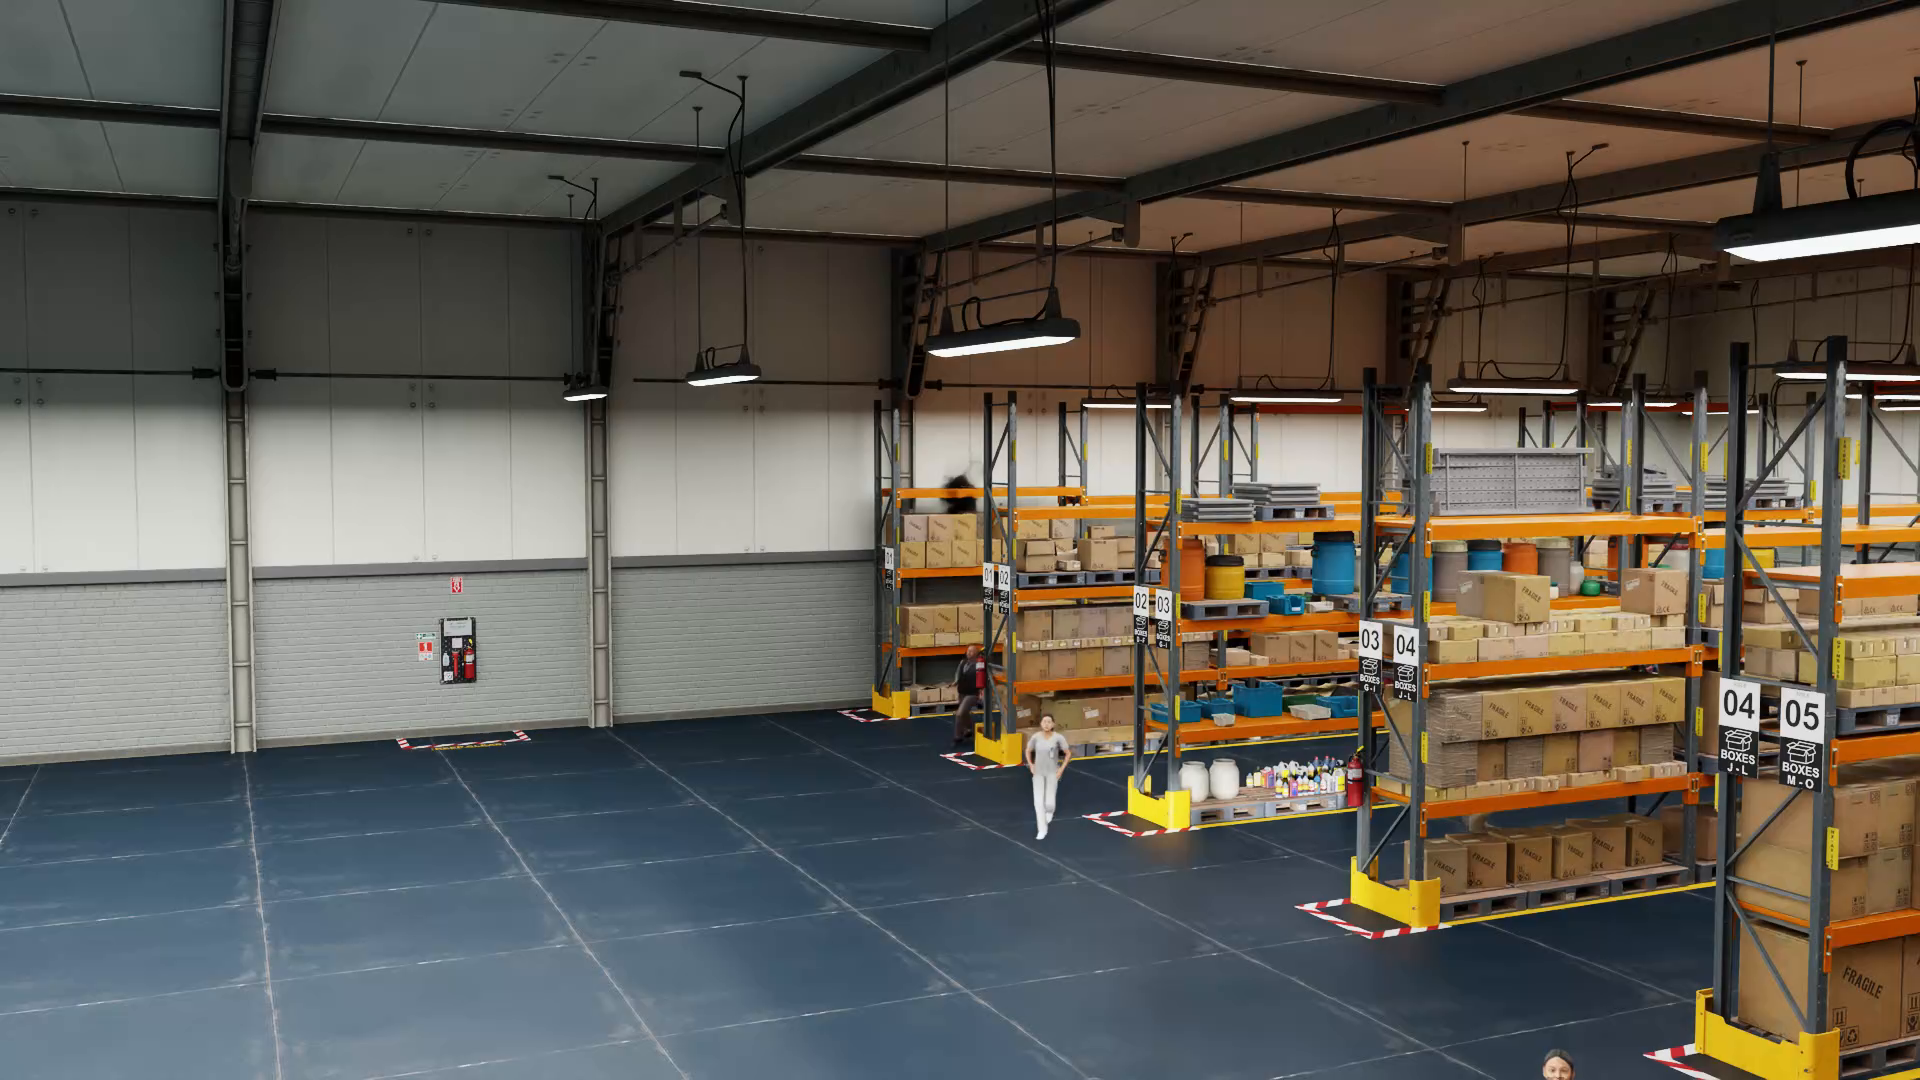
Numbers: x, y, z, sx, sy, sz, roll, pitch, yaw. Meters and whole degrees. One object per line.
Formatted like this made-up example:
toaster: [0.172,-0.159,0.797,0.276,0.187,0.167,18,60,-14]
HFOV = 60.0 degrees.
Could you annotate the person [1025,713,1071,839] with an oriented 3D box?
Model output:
person: [1.161,3.087,21.984,0.604,1.638,0.644,1,3,10]

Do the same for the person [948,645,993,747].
person: [0.163,2.669,28.450,0.757,1.747,0.727,-3,5,-43]

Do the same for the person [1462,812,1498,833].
person: [6.445,3.120,20.464,0.772,1.699,0.660,-2,4,-32]

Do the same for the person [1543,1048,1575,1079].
person: [3.477,3.791,9.653,0.588,1.636,0.603,1,4,23]
